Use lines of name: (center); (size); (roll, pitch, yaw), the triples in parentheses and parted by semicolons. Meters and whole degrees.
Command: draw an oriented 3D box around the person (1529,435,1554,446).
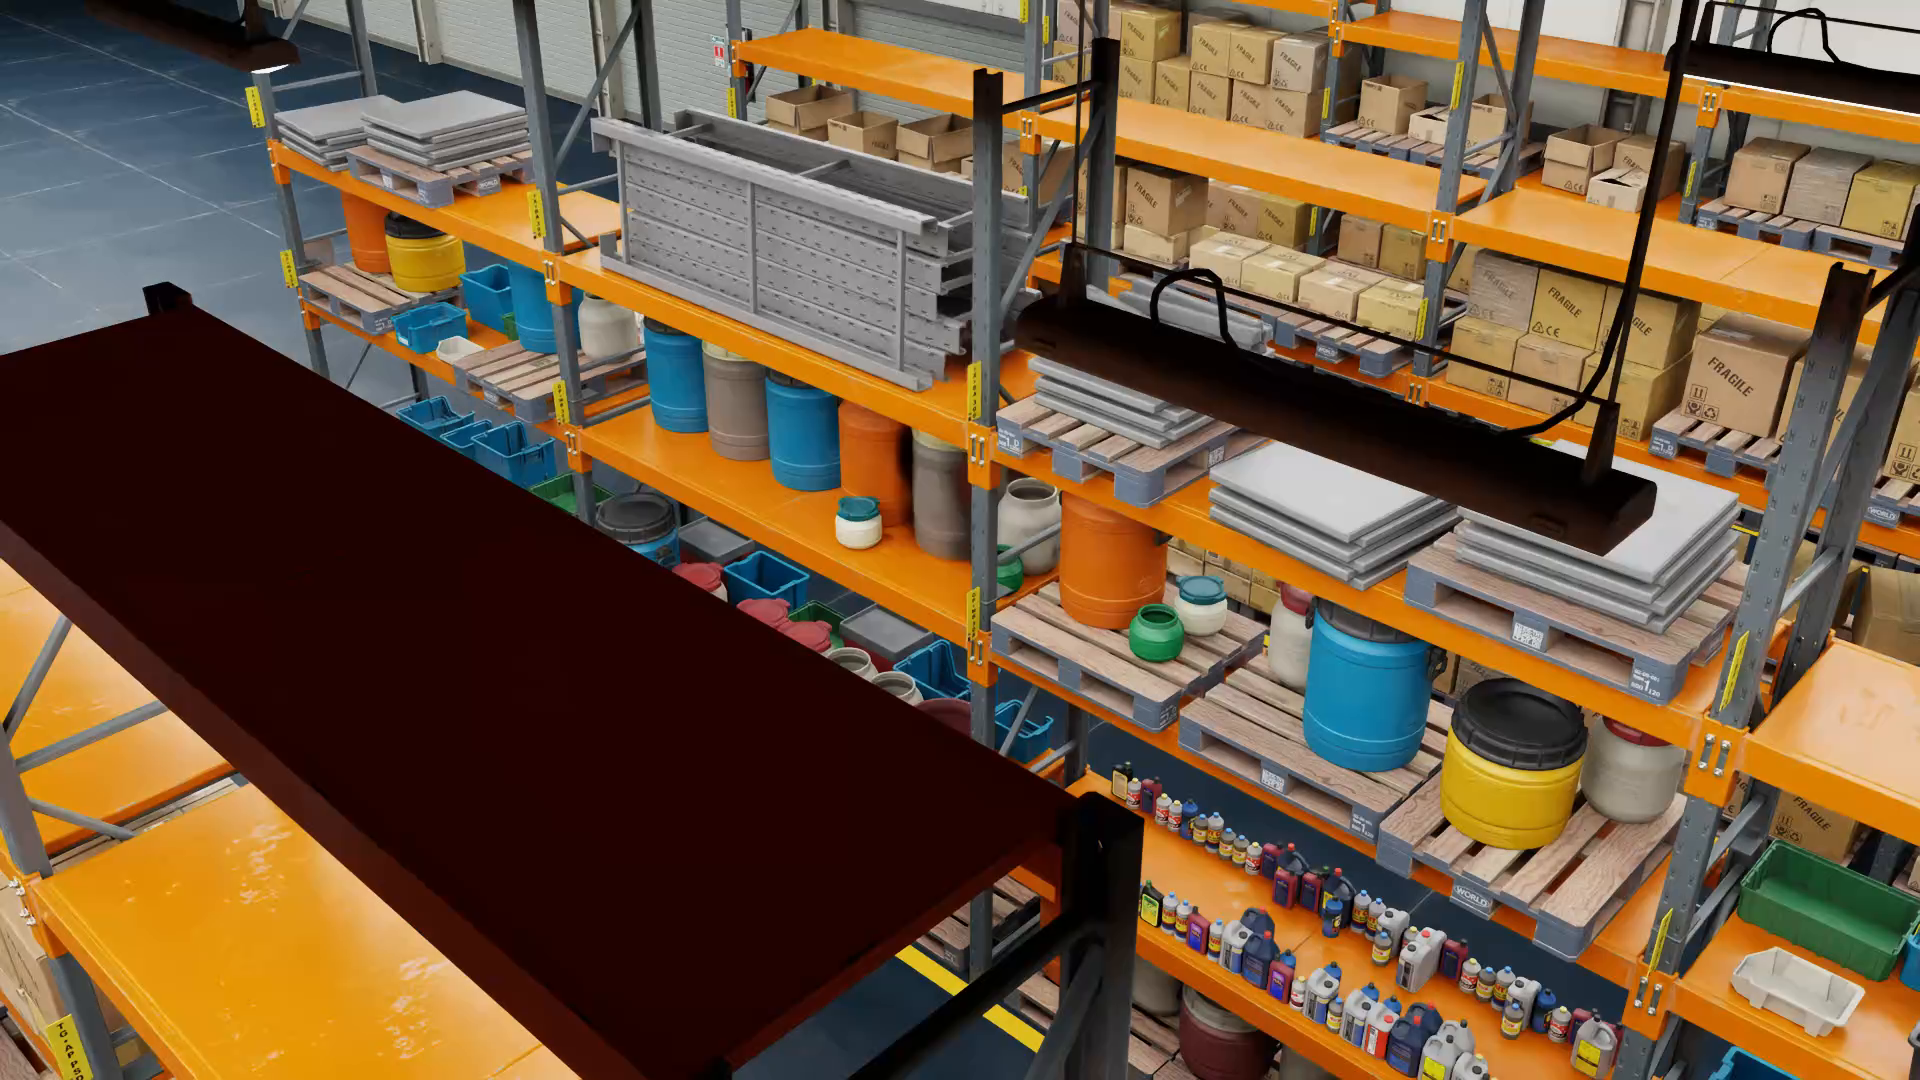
person: (5.636, -0.938, 16.142); (1.053, 1.721, 0.481); (19, 35, 30)

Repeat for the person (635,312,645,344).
person: (-3.329, -2.060, 18.261); (0.507, 1.719, 0.578); (-6, 30, -10)
